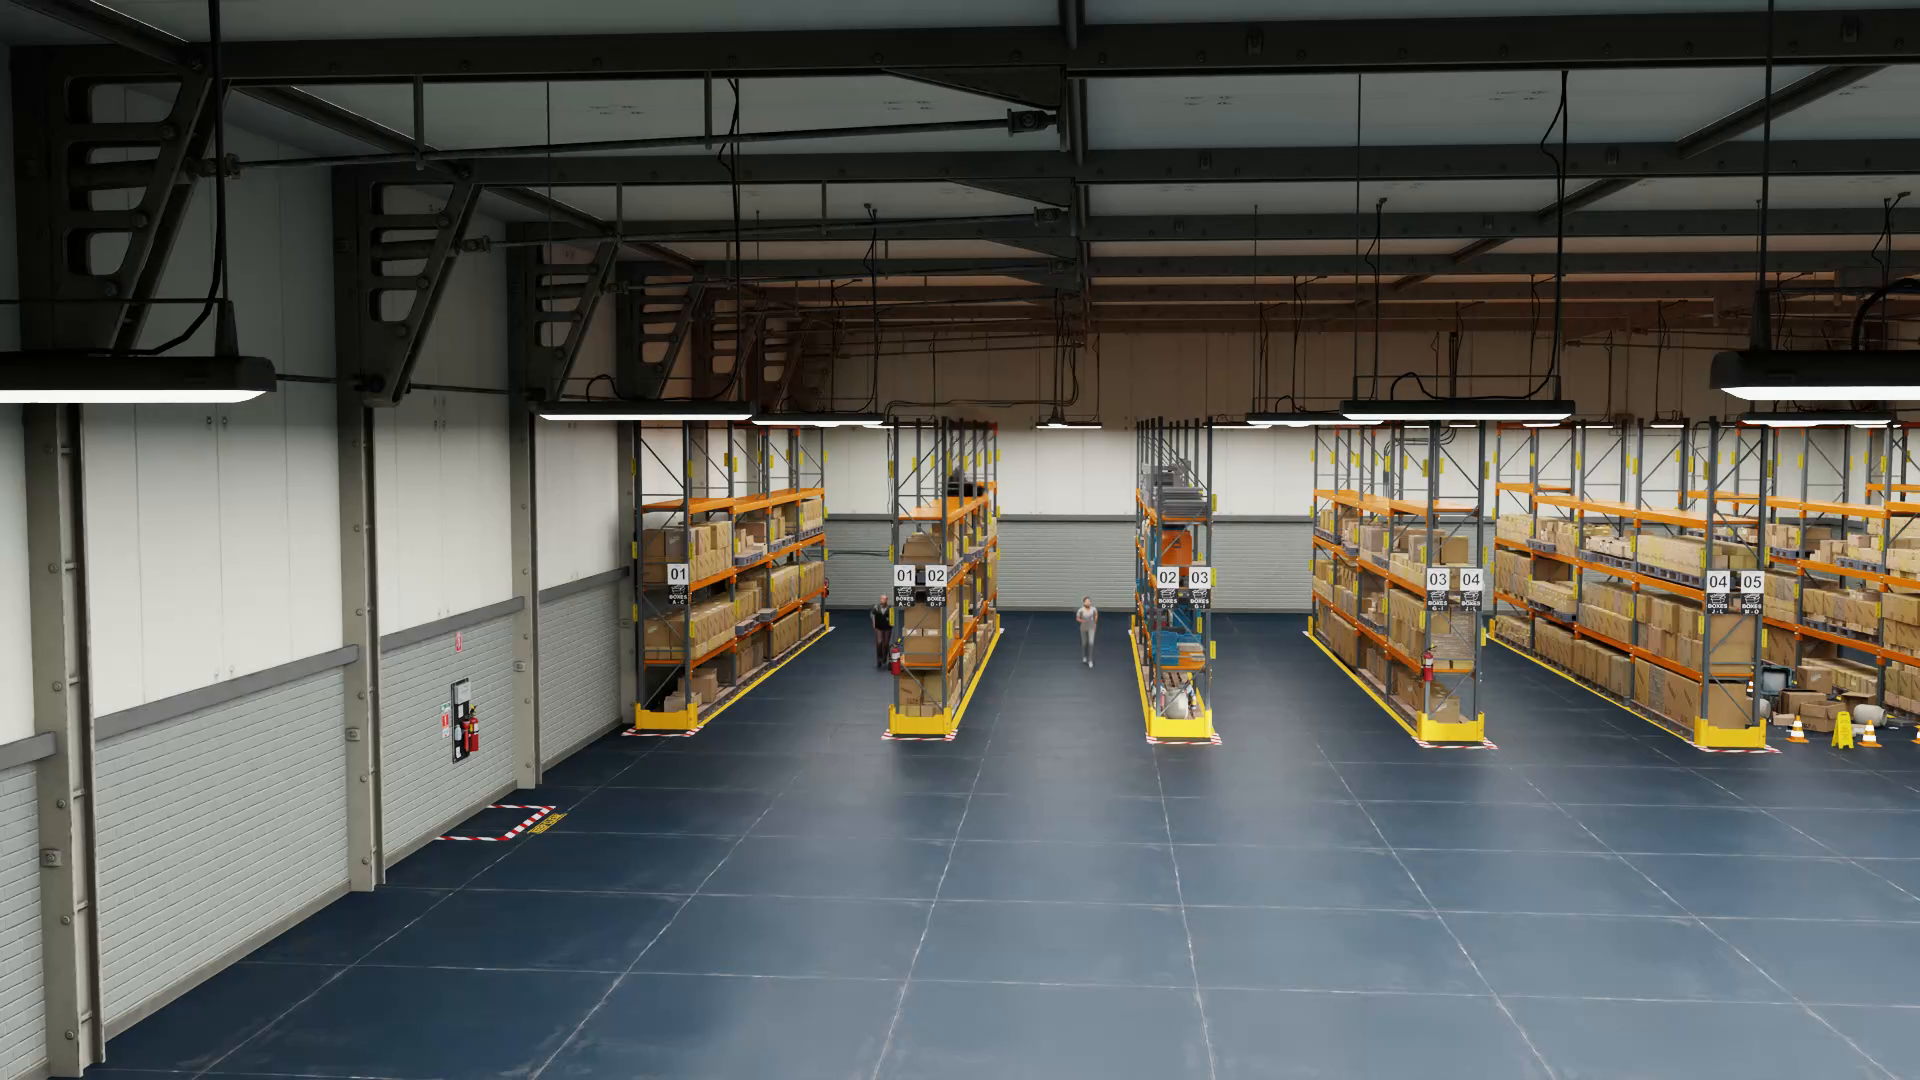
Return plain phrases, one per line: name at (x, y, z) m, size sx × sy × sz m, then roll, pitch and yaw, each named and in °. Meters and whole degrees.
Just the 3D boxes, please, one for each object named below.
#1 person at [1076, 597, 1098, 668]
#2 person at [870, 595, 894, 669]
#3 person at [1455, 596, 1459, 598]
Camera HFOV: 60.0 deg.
person at (3.108, 2.226, 40.689) m, size 0.518 × 1.693 × 0.887 m, roll 0°, pitch 4°, yaw 5°
person at (-1.857, 2.224, 40.512) m, size 0.642 × 1.785 × 0.799 m, roll 0°, pitch 4°, yaw -5°
person at (13.519, 1.870, 45.751) m, size 0.716 × 1.742 × 1.008 m, roll 2°, pitch 4°, yaw 27°
